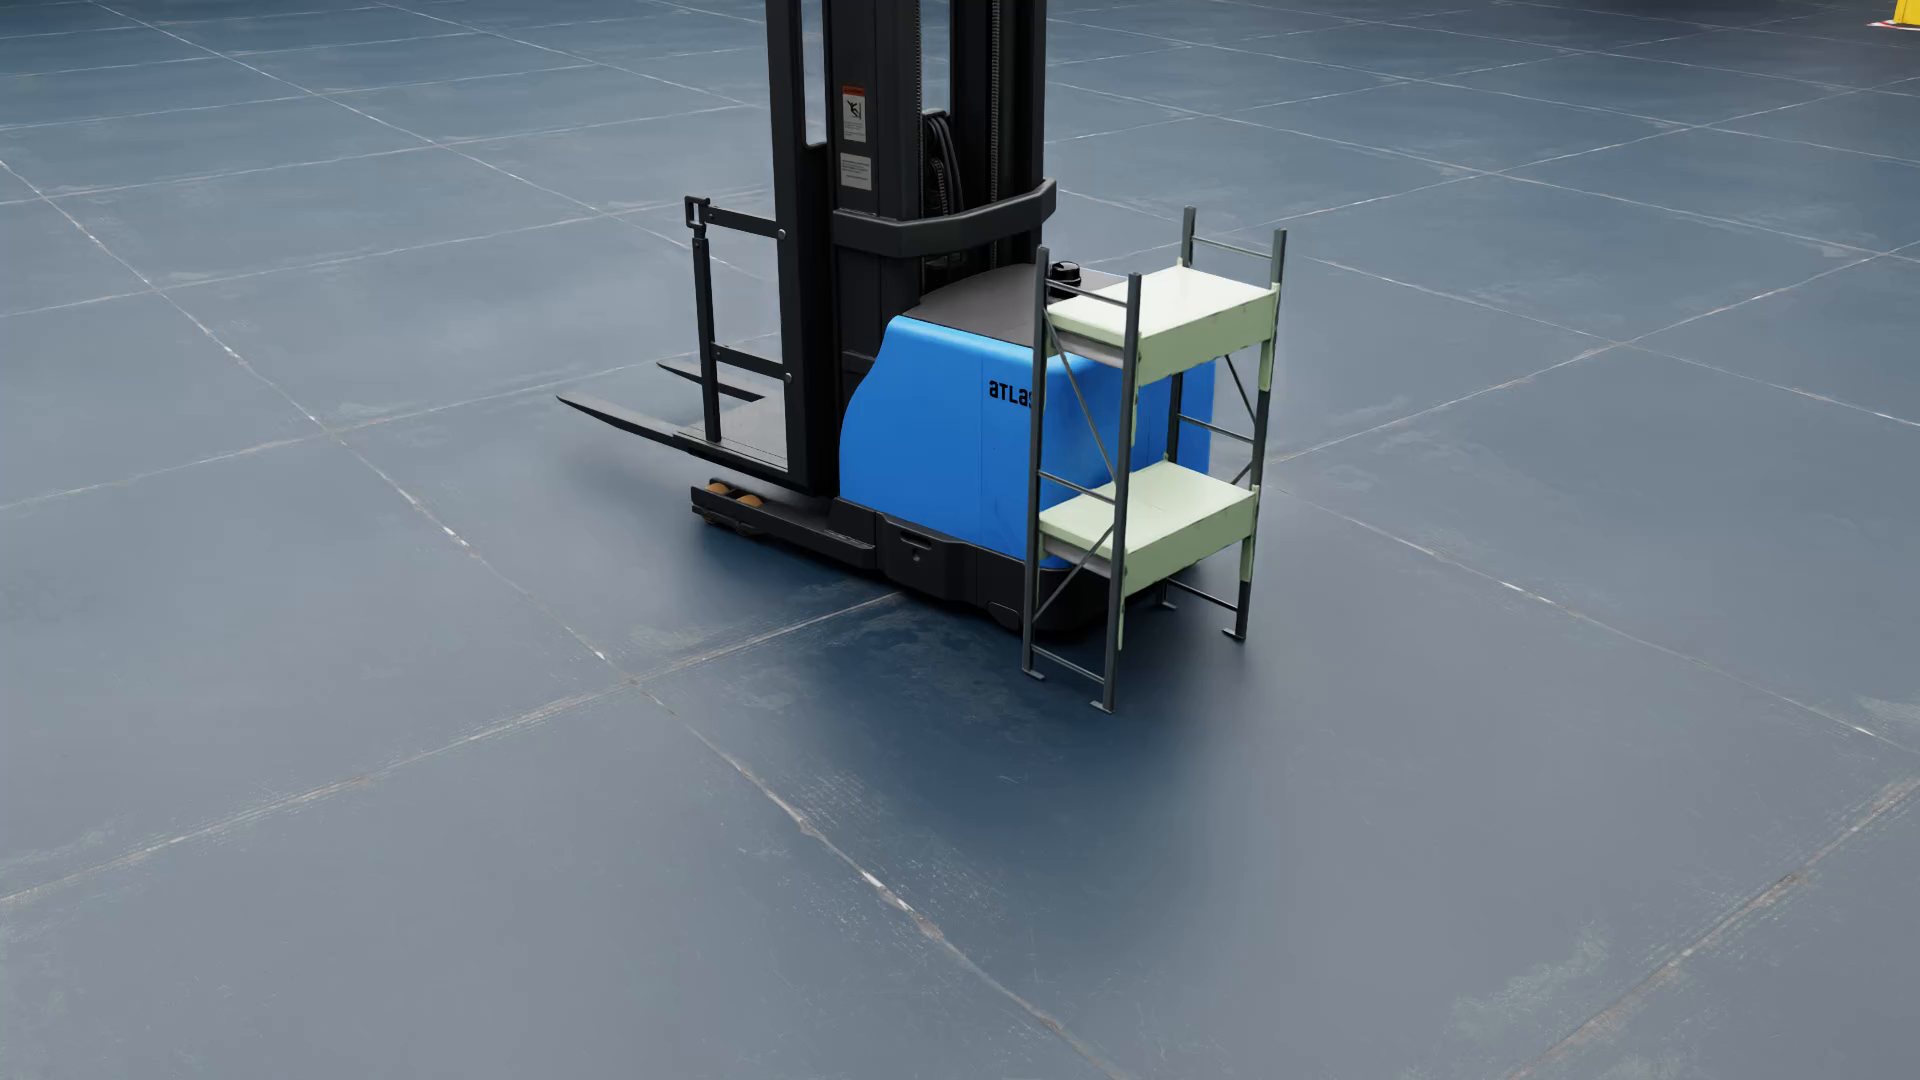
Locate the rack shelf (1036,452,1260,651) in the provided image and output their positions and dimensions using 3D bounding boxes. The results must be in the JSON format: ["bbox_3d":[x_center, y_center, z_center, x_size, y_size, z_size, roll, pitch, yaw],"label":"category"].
[{"bbox_3d":[0.627,0.022,5.685,0.431,0.370,0.720,24,34,39],"label":"rack shelf"}]

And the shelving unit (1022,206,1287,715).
[{"bbox_3d":[0.632,-0.272,5.544,0.431,1.500,0.755,24,34,39],"label":"shelving unit"}]

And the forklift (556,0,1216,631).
[{"bbox_3d":[-0.483,-1.497,6.494,3.031,2.935,1.130,19,31,35],"label":"forklift"}]

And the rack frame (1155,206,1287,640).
[{"bbox_3d":[0.890,-0.381,5.779,0.400,1.500,0.023,24,34,39],"label":"rack frame"}]

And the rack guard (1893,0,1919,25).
[{"bbox_3d":[11.984,-6.469,20.094,0.348,0.500,1.175,-18,31,-34],"label":"rack guard"}]

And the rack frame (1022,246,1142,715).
[{"bbox_3d":[0.374,-0.163,5.308,0.400,1.500,0.023,24,34,39],"label":"rack frame"}]

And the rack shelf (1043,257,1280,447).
[{"bbox_3d":[0.637,-0.624,5.374,0.431,0.370,0.720,24,34,39],"label":"rack shelf"}]
